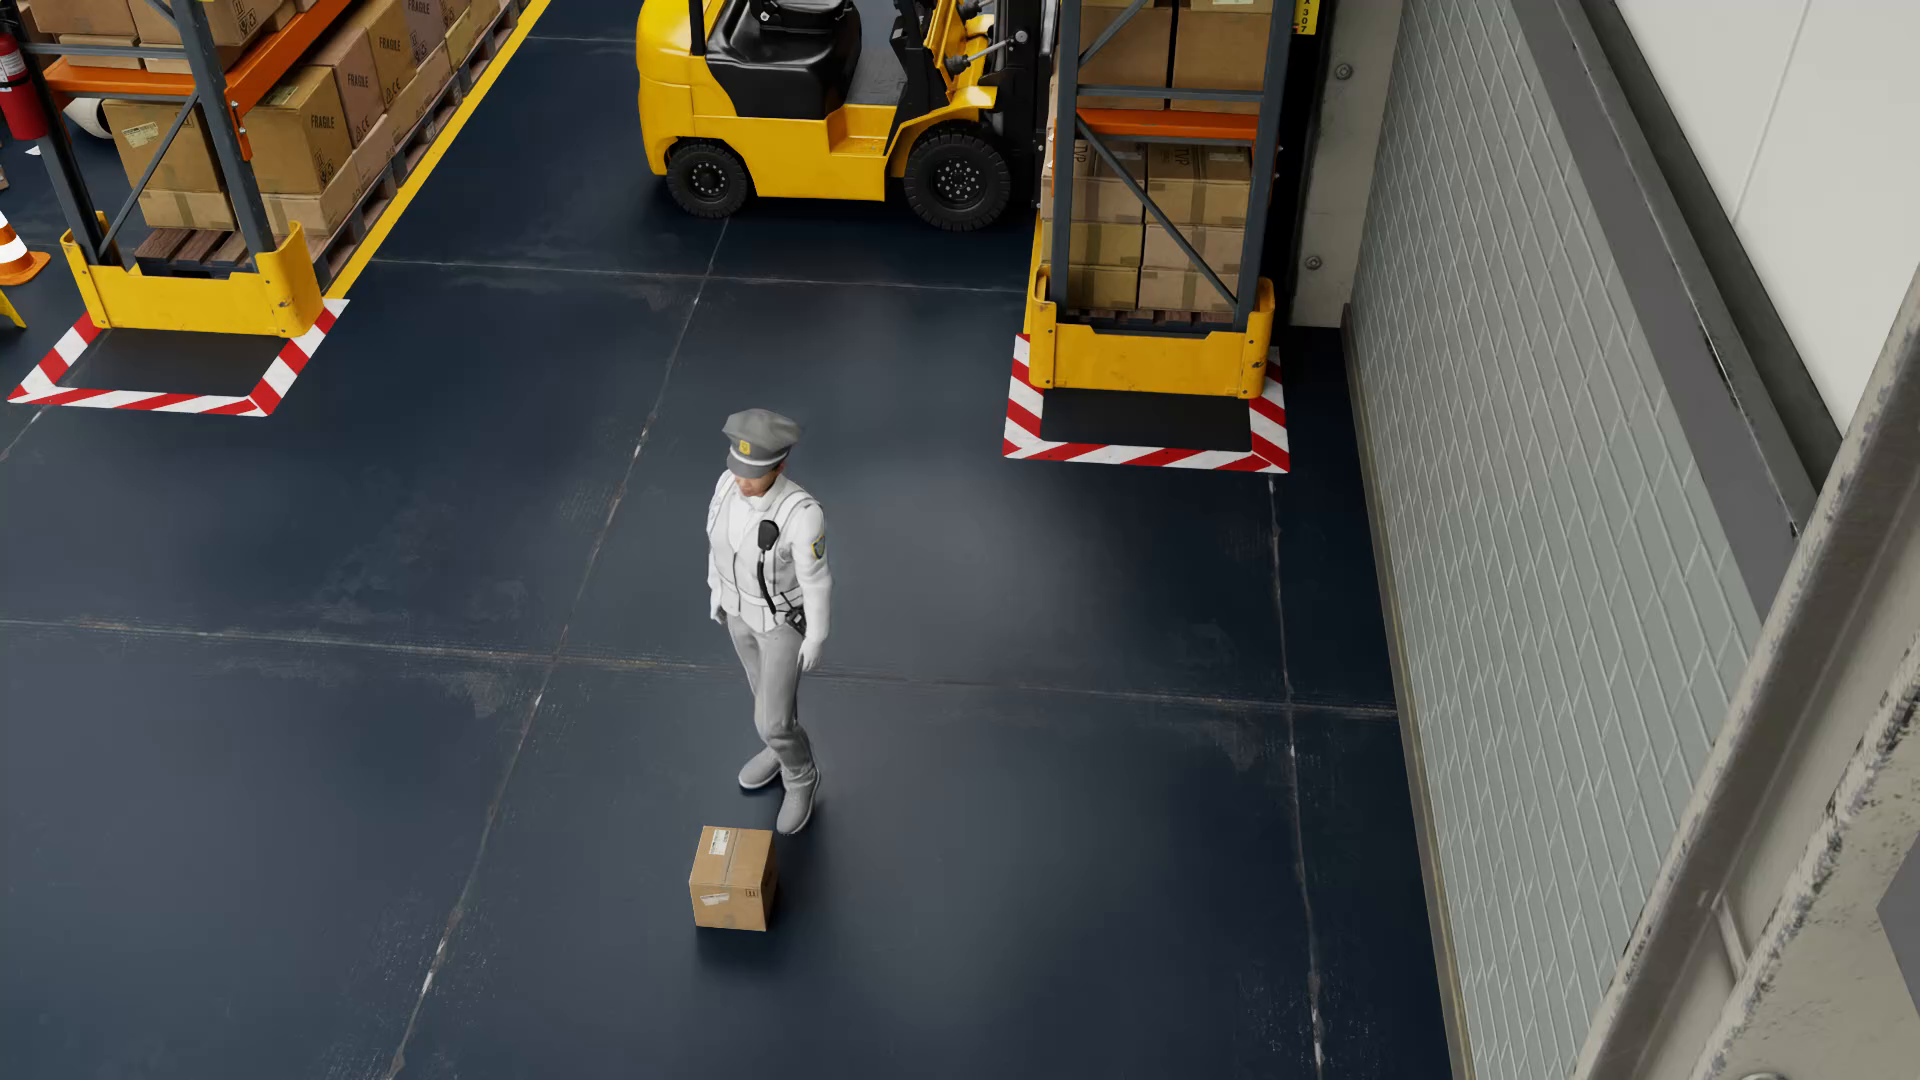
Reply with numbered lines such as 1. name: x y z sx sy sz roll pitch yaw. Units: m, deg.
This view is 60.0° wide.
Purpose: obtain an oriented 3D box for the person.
1. person: -0.701 0.281 5.826 0.518 1.712 0.376 30 48 30
